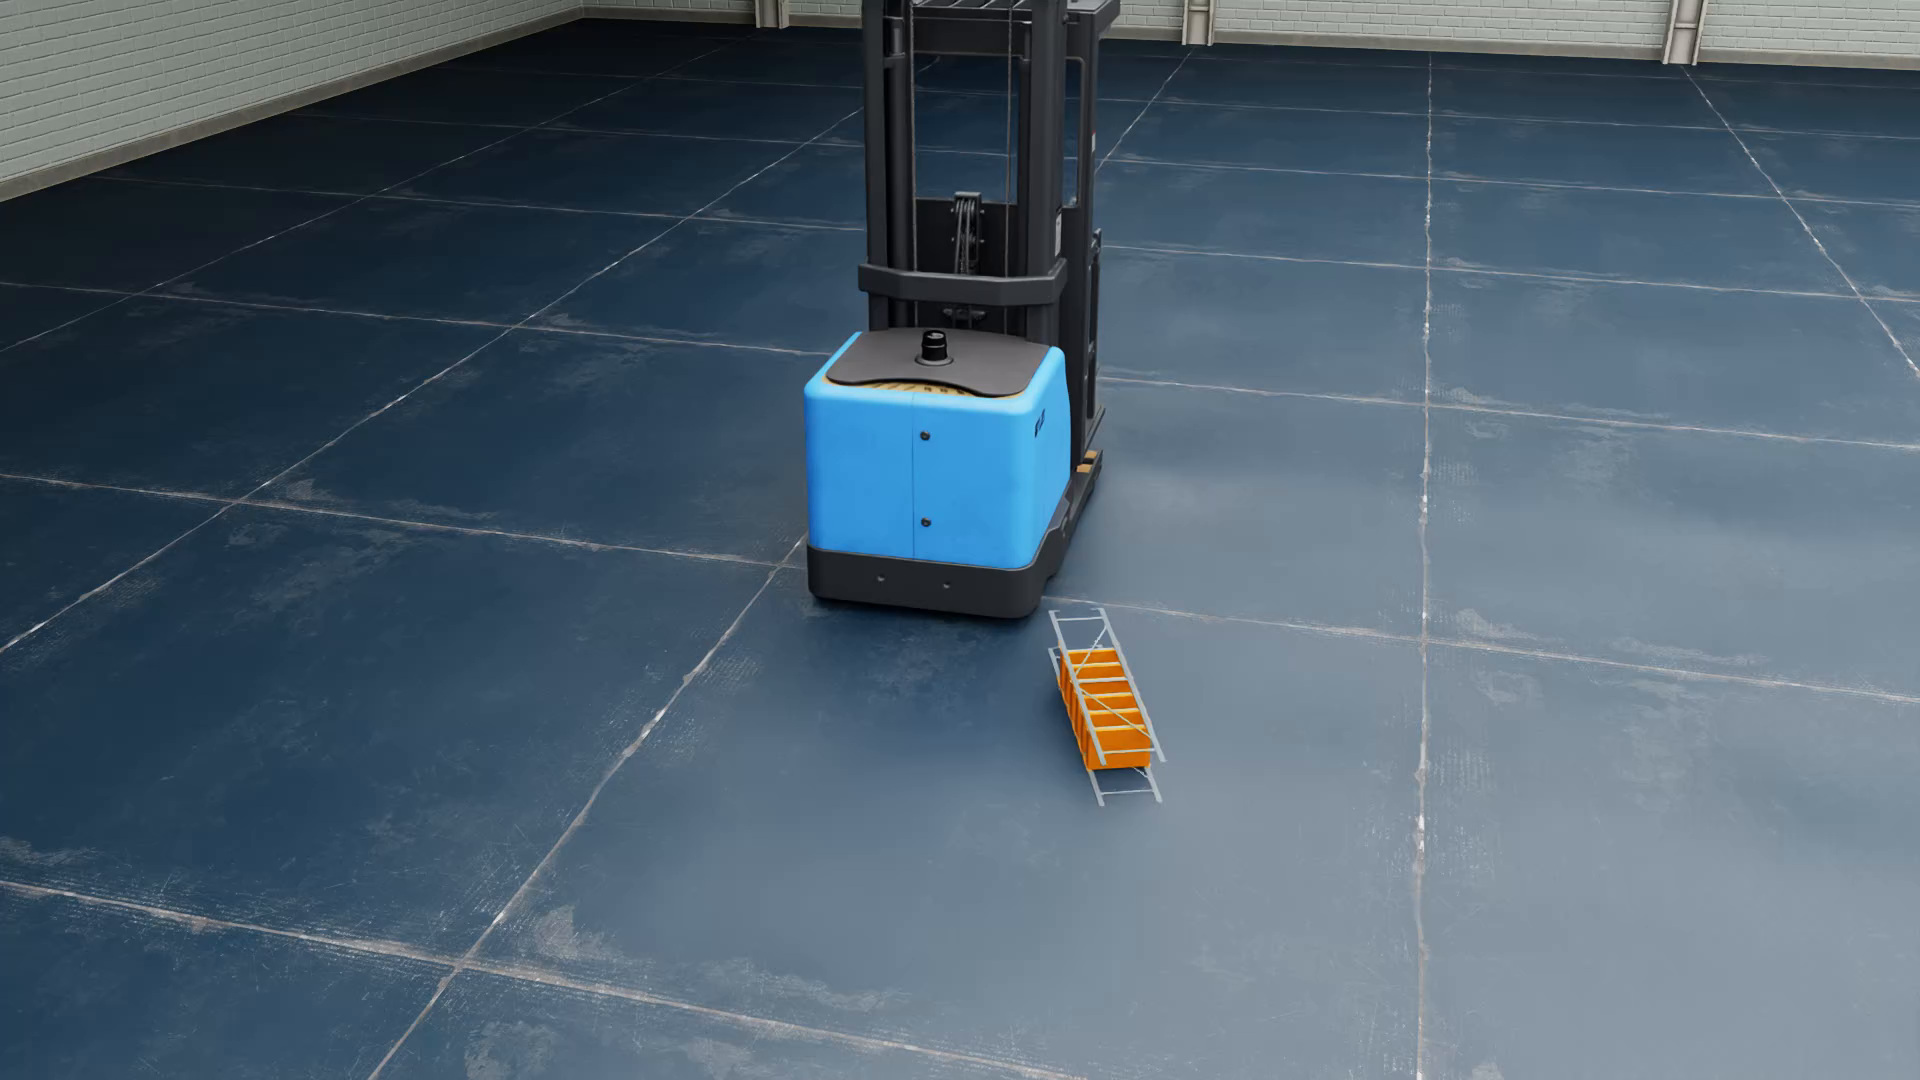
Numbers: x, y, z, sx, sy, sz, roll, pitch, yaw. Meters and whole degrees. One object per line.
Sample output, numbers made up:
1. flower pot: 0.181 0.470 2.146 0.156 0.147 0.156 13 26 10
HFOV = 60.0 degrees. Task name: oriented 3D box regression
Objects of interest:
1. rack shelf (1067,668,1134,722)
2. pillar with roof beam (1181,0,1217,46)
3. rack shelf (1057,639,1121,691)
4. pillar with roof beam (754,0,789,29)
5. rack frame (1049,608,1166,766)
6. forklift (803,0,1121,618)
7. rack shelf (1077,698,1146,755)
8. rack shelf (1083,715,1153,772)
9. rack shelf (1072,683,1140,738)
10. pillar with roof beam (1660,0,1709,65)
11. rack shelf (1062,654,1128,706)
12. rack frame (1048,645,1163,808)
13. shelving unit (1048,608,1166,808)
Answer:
1. rack shelf: 0.563 0.624 6.711 0.258 0.180 0.103 -3 26 -6
2. pillar with roof beam: 2.095 -8.884 16.443 0.400 9.000 9.100 6 26 13
3. rack shelf: 0.536 0.520 6.926 0.258 0.180 0.103 -3 26 -6
4. pillar with roof beam: -3.716 -9.527 17.792 0.400 9.000 9.100 6 26 13
5. rack frame: 0.569 0.561 6.632 0.240 0.006 1.200 -3 26 -6
6. forklift: 0.147 -1.587 8.173 1.130 2.935 3.031 6 26 12
7. rack shelf: 0.591 0.727 6.497 0.258 0.180 0.103 -3 26 -6
8. rack shelf: 0.605 0.779 6.389 0.258 0.180 0.103 -3 26 -6
9. rack shelf: 0.577 0.676 6.604 0.258 0.180 0.103 -3 26 -6
10. pillar with roof beam: 7.906 -8.242 15.093 0.400 9.000 9.100 6 26 13
11. rack shelf: 0.550 0.572 6.819 0.258 0.180 0.103 -3 26 -6
12. rack frame: 0.568 0.725 6.711 0.240 0.006 1.200 -3 26 -6
13. shelving unit: 0.569 0.643 6.672 0.258 0.189 1.200 -3 26 -6
